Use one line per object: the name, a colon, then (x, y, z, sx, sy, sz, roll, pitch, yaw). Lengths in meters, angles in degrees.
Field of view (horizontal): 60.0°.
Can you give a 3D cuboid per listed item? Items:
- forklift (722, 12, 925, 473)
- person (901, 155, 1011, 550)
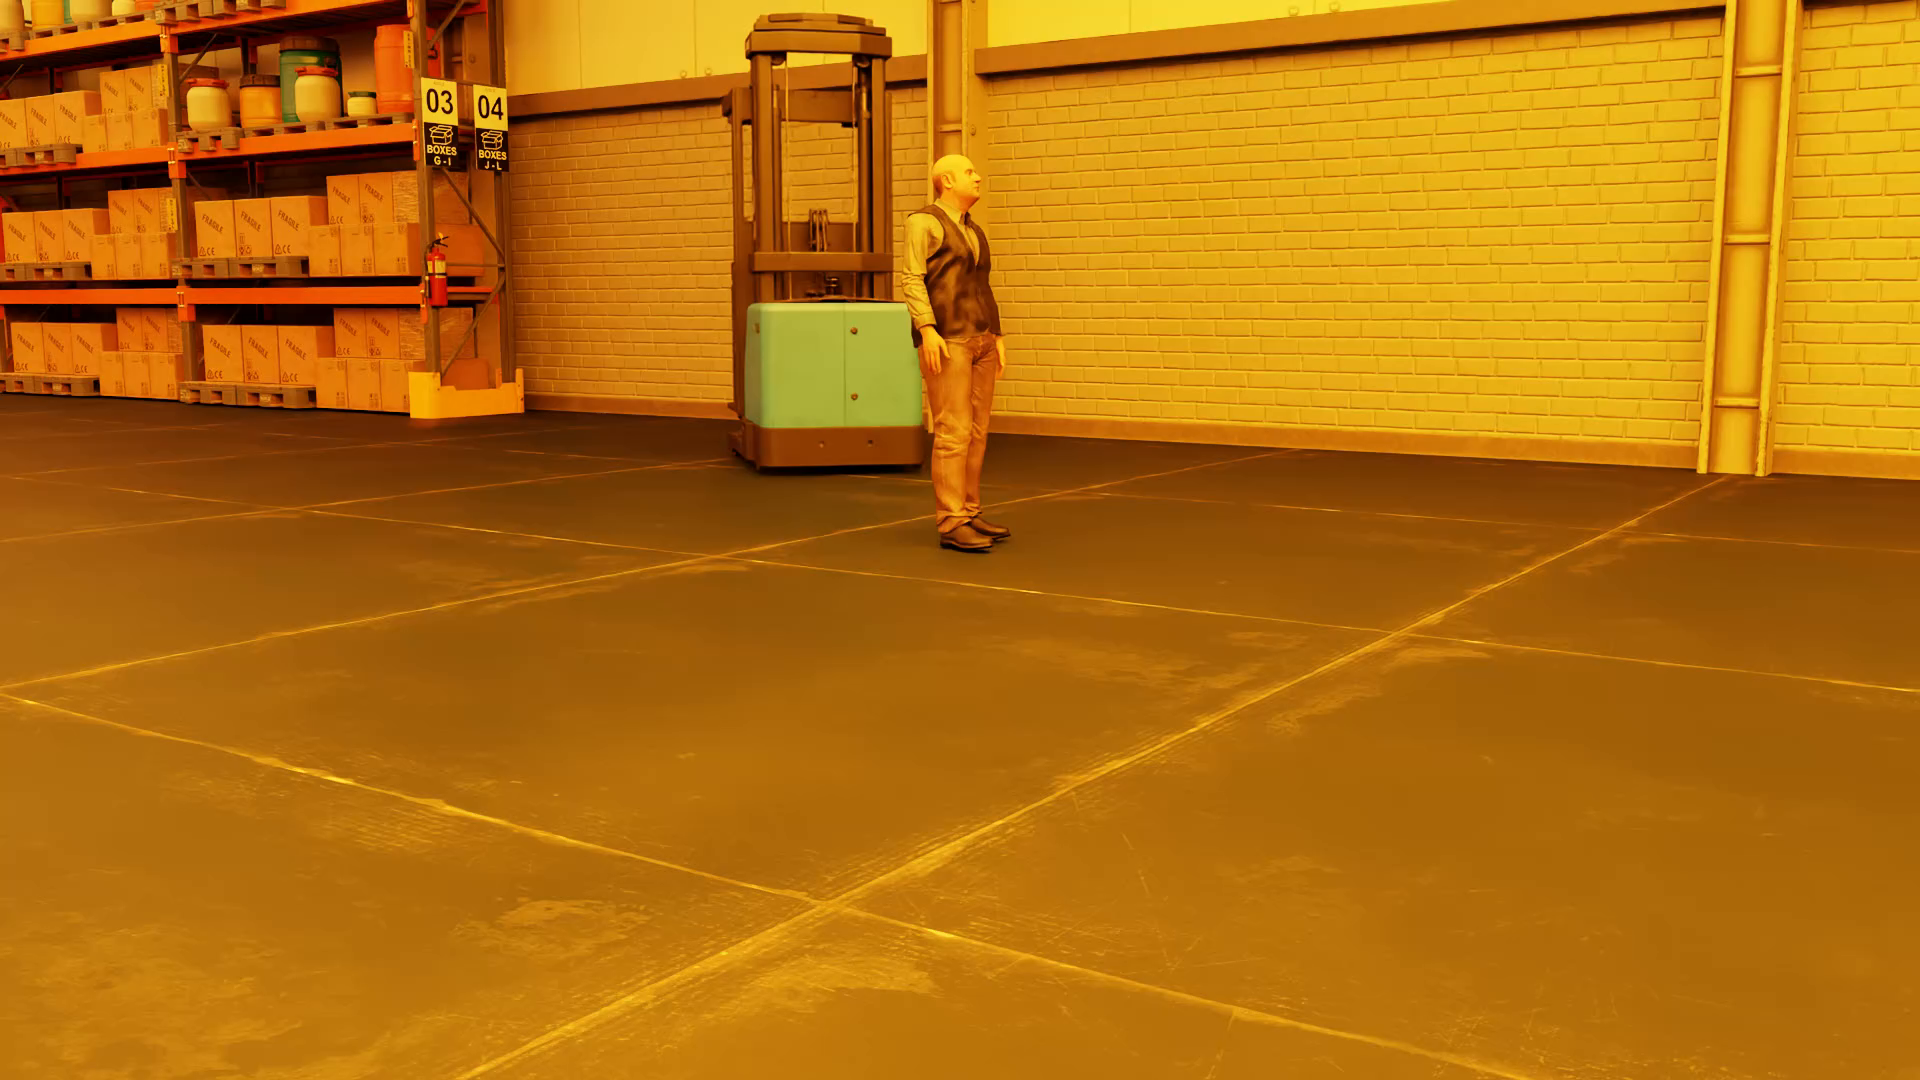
forklift: (-1.058, -2.050, 11.611, 1.130, 2.935, 3.031, -2, 8, -13)
person: (0.047, -0.854, 7.441, 0.568, 1.720, 0.632, 5, 10, 34)
